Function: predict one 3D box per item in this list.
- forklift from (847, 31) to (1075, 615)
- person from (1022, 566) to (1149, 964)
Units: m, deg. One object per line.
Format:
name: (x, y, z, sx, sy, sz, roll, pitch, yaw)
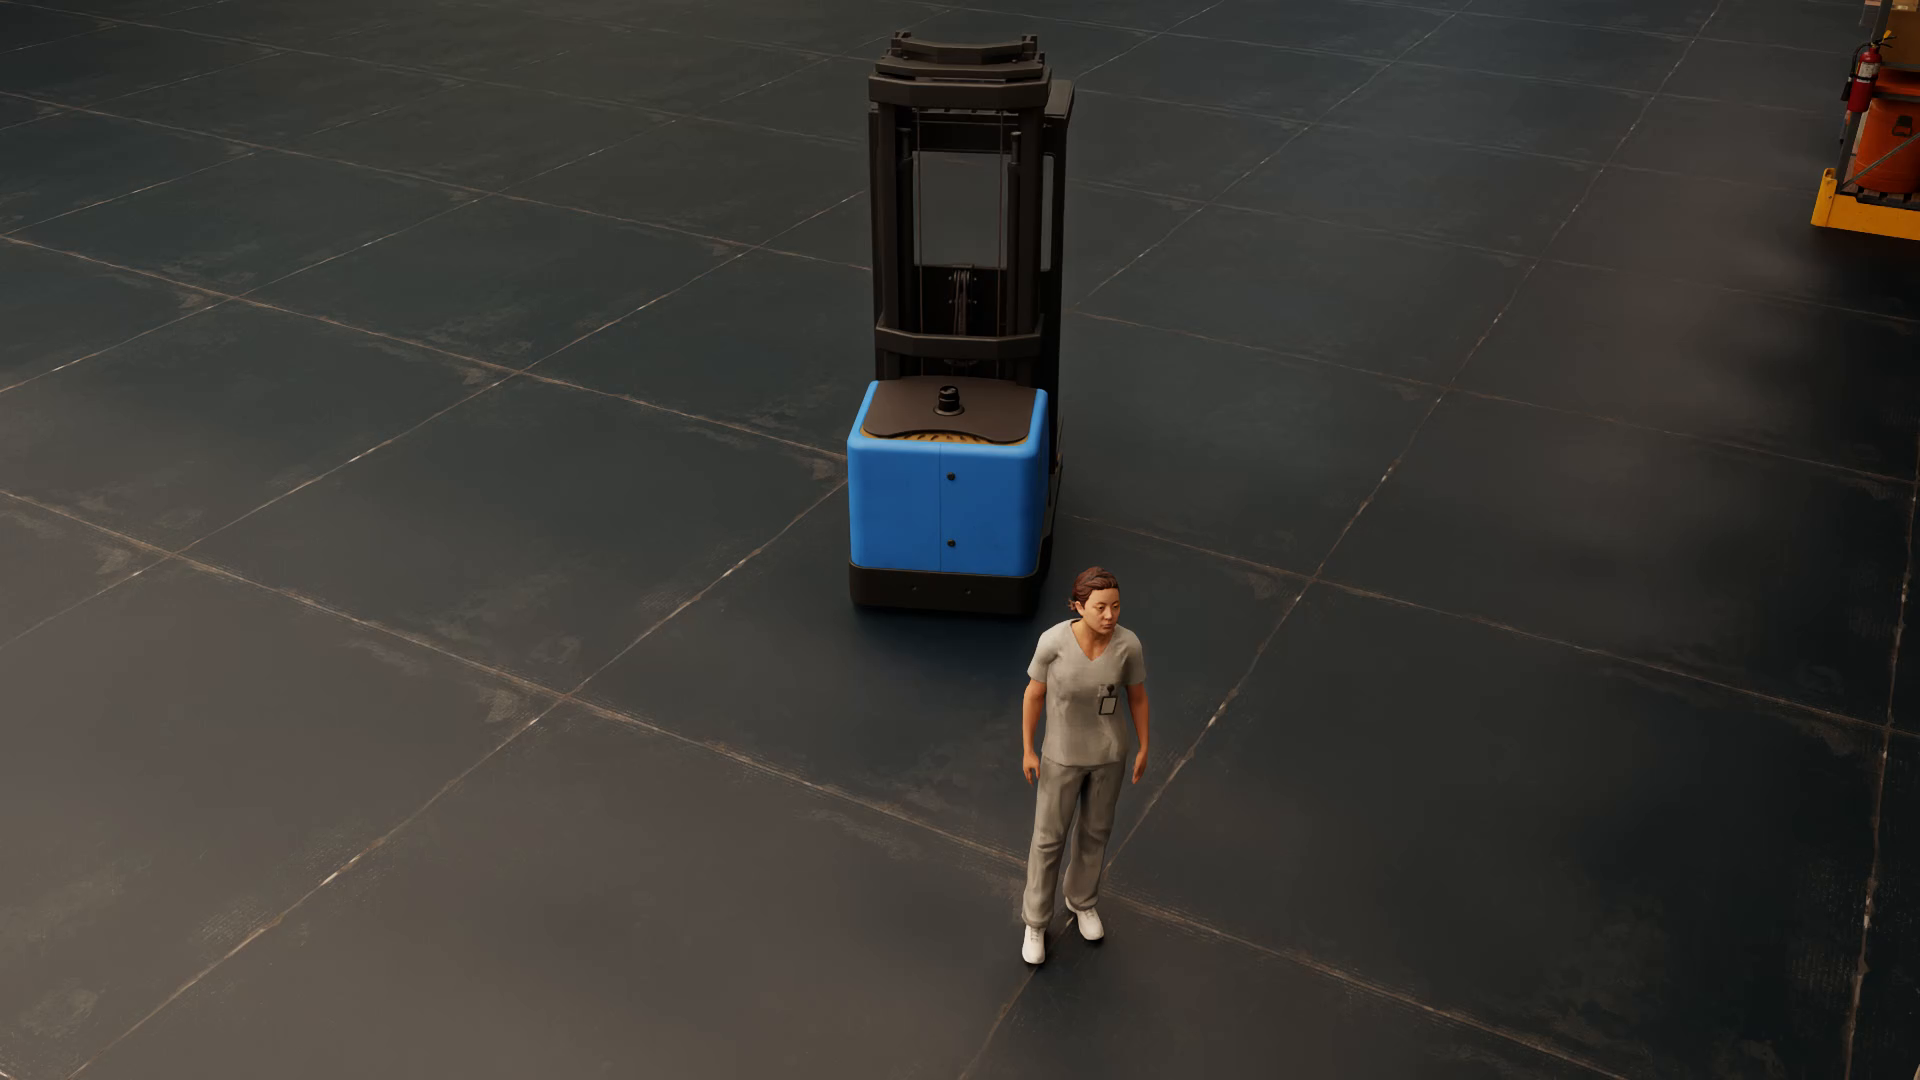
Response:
forklift: (0.072, -1.572, 9.794, 1.130, 2.935, 3.031, 3, 30, 6)
person: (0.509, 0.906, 6.743, 0.550, 1.672, 0.548, -4, 30, -6)
